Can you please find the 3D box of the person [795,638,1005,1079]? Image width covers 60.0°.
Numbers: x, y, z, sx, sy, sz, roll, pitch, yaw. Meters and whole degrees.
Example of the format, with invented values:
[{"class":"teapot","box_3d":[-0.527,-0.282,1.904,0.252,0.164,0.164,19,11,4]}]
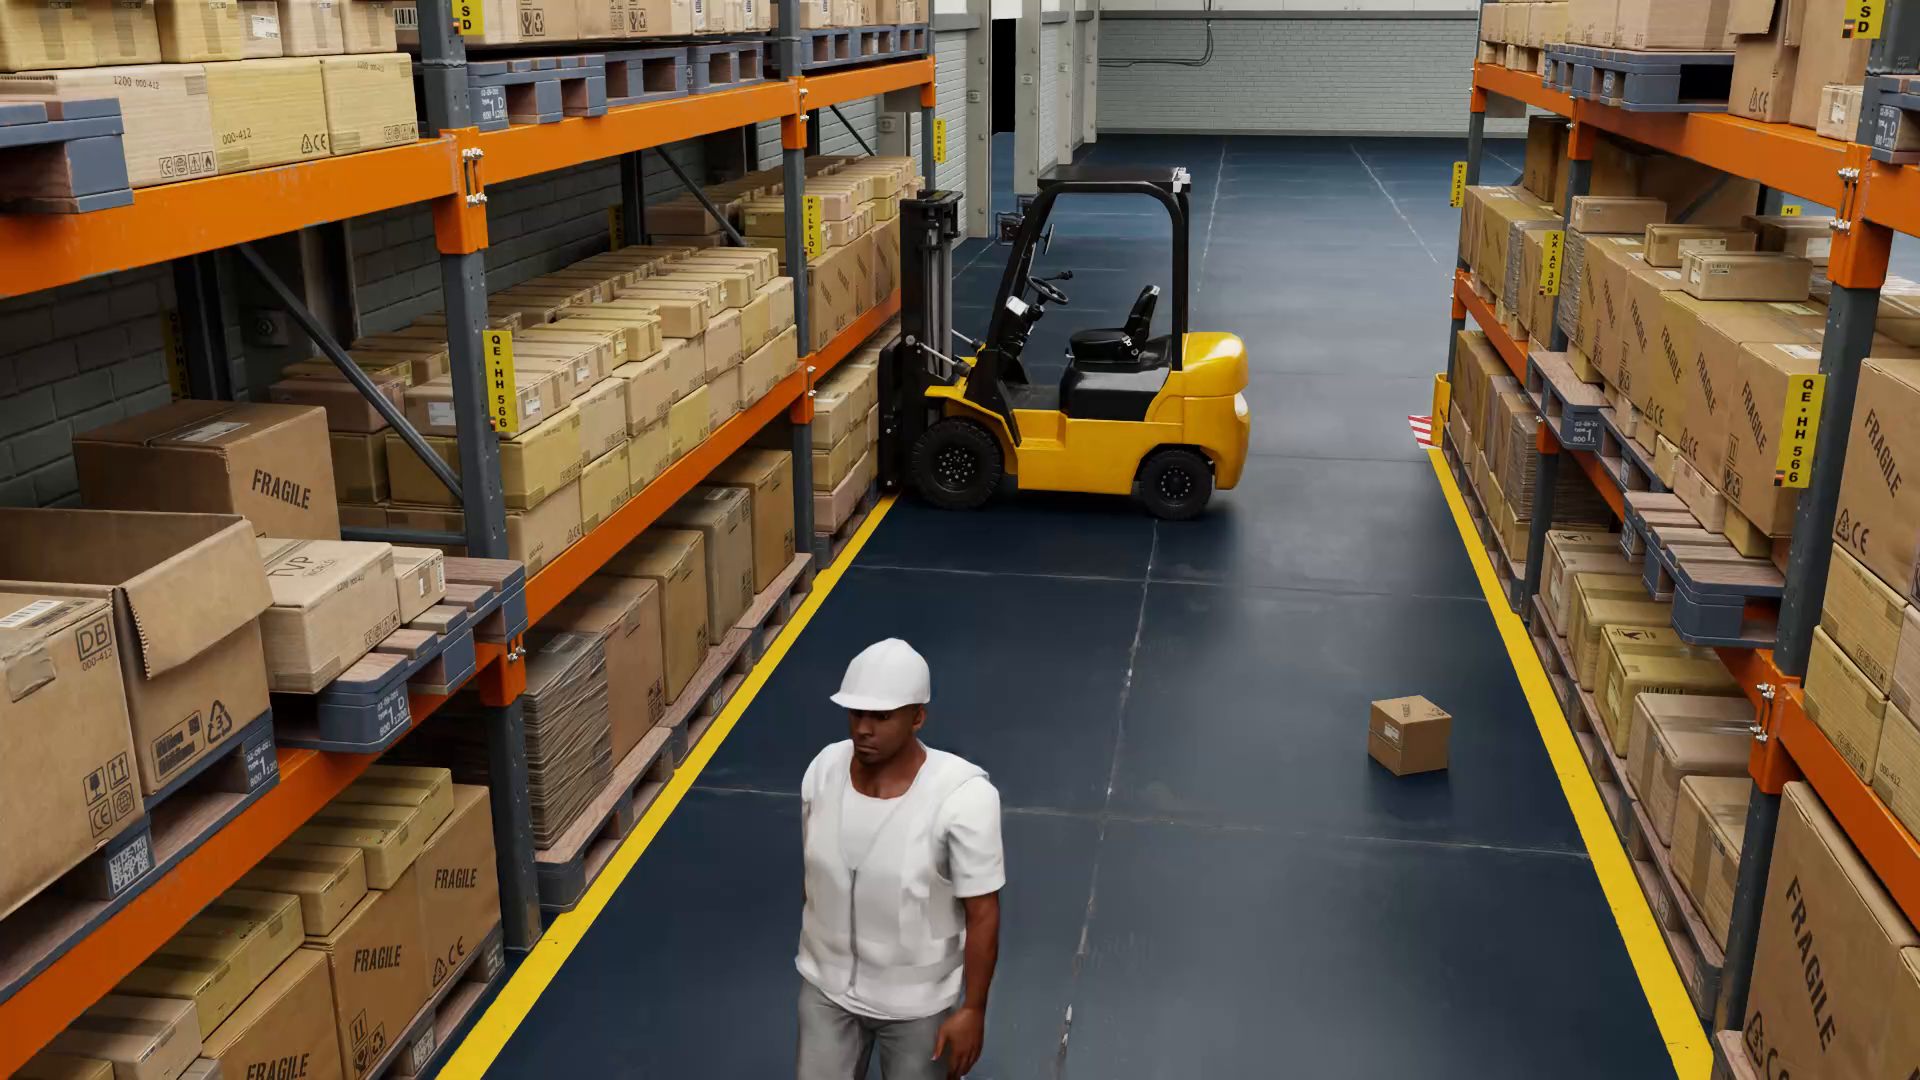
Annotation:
[{"class":"person","box_3d":[-0.157,1.077,4.133,0.569,1.743,0.808,8,19,24]}]
